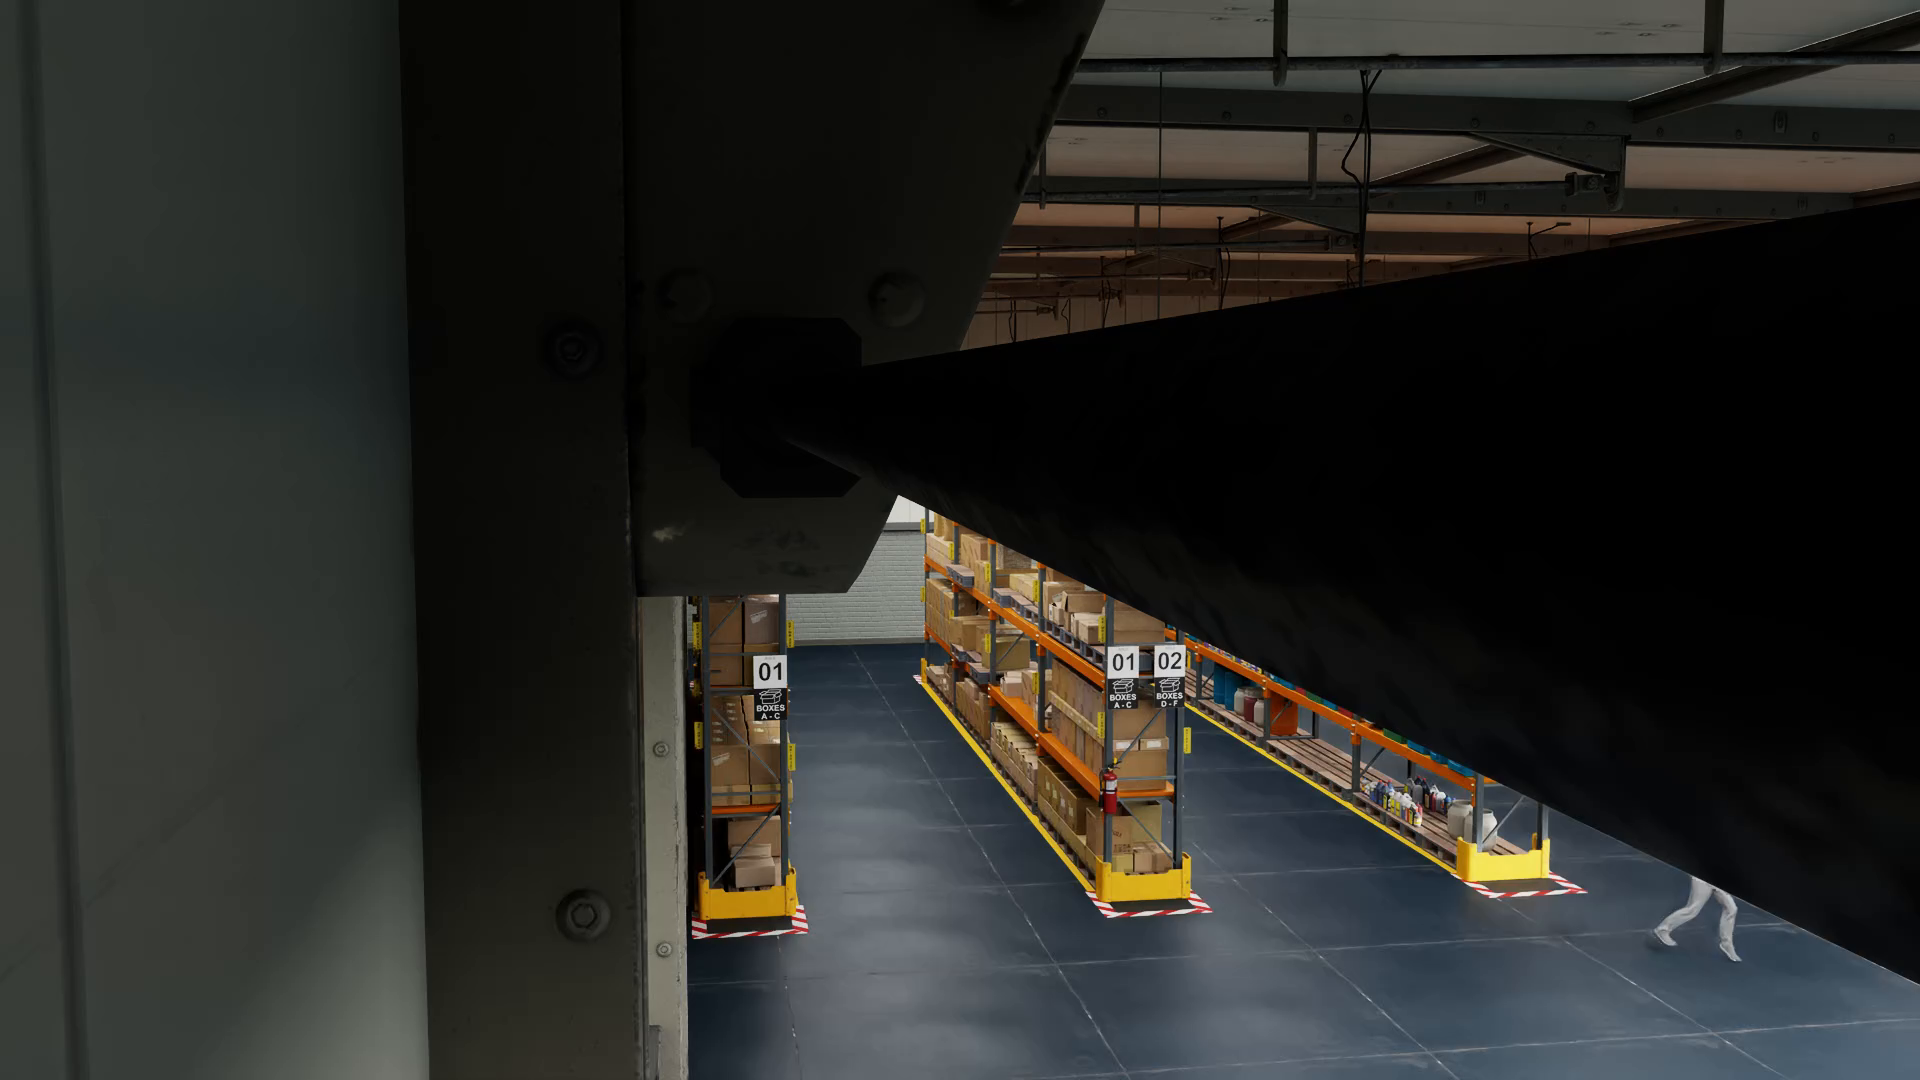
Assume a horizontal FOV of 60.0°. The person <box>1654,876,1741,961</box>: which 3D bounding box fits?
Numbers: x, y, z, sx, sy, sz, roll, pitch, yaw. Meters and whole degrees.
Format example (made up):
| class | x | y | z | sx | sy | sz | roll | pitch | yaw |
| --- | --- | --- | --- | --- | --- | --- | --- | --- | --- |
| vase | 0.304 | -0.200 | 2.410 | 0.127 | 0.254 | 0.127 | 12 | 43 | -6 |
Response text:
| class | x | y | z | sx | sy | sz | roll | pitch | yaw |
| --- | --- | --- | --- | --- | --- | --- | --- | --- | --- |
| person | 8.382 | 3.917 | 18.788 | 0.961 | 1.624 | 0.658 | 3 | 6 | 28 |
